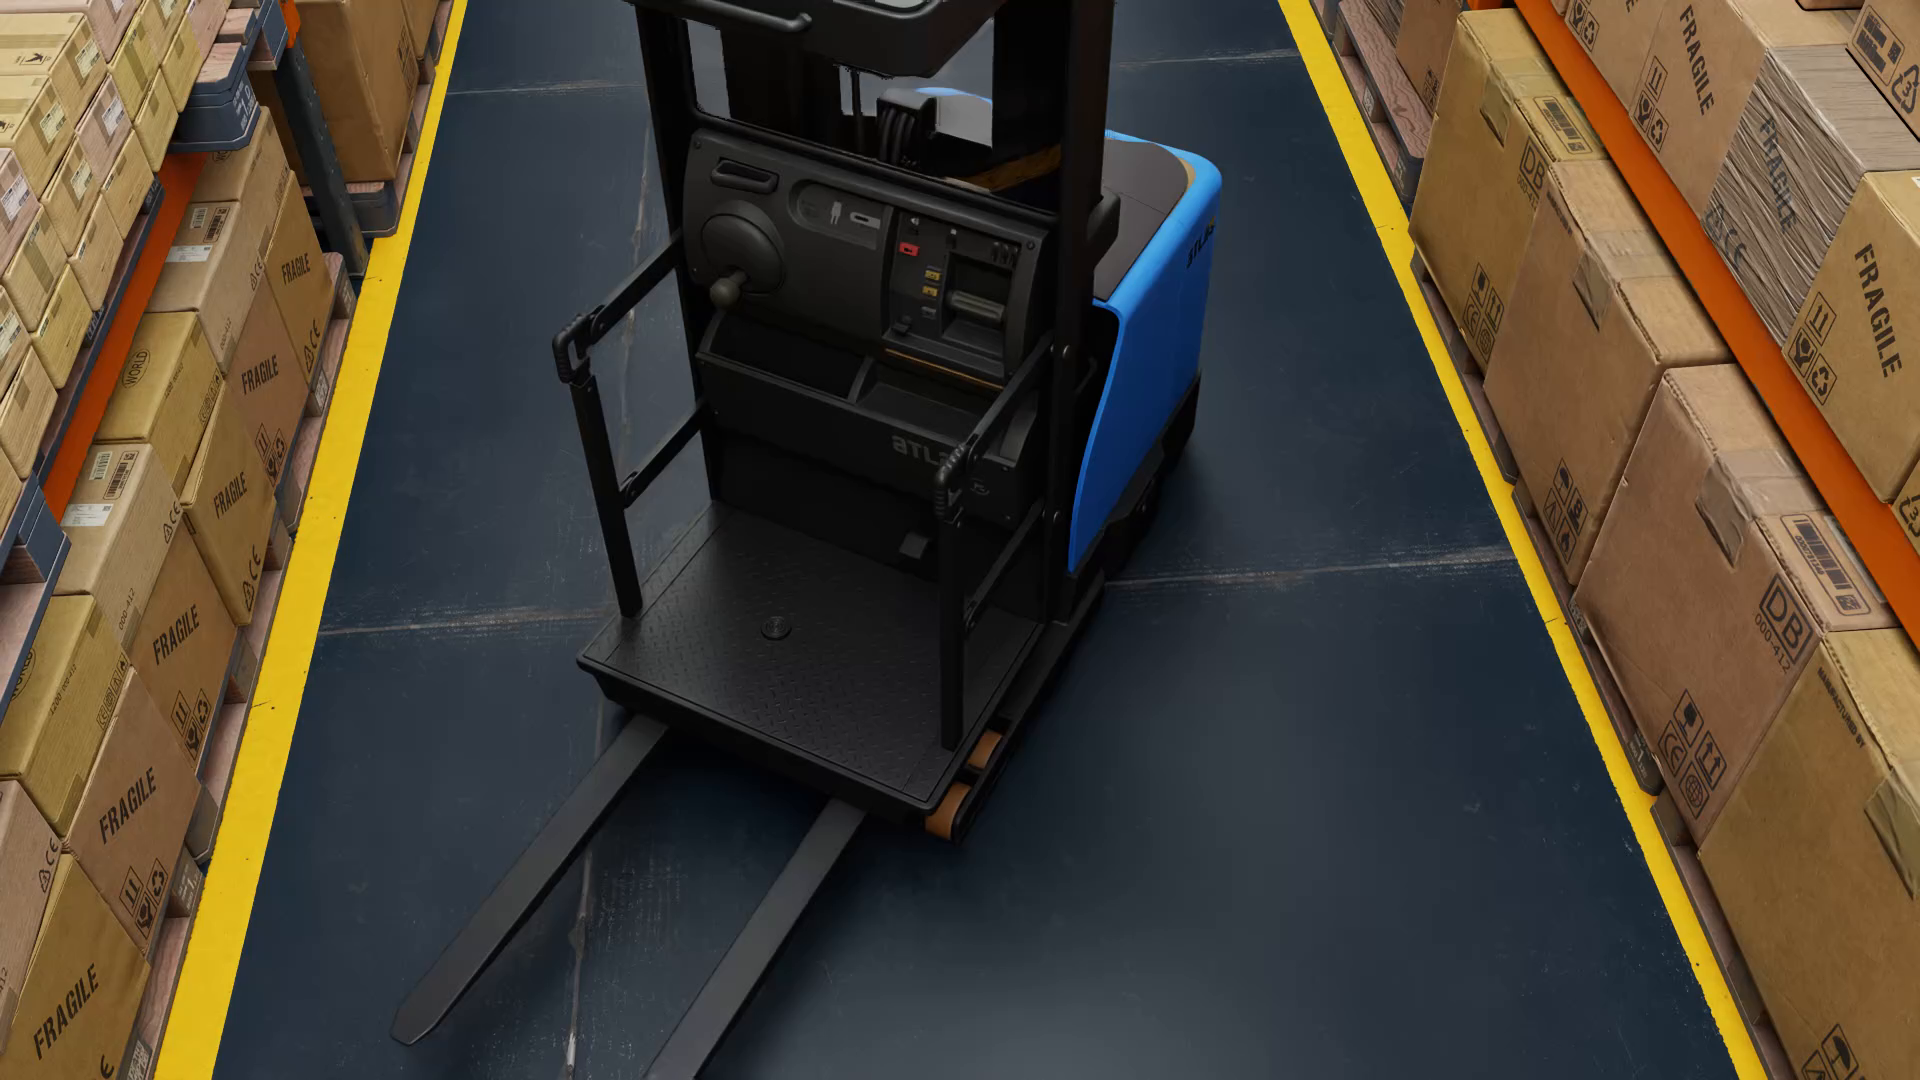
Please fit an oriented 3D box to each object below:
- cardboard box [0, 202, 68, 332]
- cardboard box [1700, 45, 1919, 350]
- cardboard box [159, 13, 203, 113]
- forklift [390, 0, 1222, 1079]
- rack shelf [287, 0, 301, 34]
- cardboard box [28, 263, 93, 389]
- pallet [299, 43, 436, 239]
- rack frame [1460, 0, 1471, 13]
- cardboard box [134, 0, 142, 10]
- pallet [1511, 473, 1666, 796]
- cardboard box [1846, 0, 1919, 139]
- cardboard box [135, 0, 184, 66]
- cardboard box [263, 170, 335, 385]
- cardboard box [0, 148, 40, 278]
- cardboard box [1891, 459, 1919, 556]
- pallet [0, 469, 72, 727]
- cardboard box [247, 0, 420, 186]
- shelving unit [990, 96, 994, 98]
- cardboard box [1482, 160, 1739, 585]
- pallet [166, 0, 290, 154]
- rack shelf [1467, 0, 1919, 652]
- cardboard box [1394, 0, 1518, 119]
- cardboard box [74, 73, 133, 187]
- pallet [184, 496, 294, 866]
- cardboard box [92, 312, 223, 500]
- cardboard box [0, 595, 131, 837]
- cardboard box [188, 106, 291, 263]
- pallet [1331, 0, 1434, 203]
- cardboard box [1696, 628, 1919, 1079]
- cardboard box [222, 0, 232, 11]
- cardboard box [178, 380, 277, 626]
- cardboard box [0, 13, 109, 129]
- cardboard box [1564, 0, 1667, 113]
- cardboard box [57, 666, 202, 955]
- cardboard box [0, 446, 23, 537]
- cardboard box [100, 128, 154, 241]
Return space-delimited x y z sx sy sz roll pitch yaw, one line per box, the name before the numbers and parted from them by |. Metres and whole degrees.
cardboard box | -2.067 -0.545 3.379 0.380 0.149 0.250 -4 47 -4
cardboard box | 2.140 -0.806 3.879 0.500 0.500 0.500 -3 47 -3
cardboard box | -2.155 -1.199 4.204 0.380 0.149 0.250 -4 47 -4
forklift | -0.341 -0.575 3.776 1.130 2.935 3.031 20 50 18
rack shelf | -2.880 -3.216 6.726 1.077 0.370 4.000 -3 47 -3
cardboard box | -2.067 -0.438 3.483 0.380 0.149 0.250 -4 47 -4
pallet | -2.703 -1.633 6.651 1.003 0.211 1.213 -3 47 -3
rack frame | 2.239 -2.245 5.310 1.000 3.000 0.127 -3 47 -3
cardboard box | -2.148 -1.388 3.973 0.380 0.149 0.250 -2 47 -2
pallet | 2.329 0.169 4.944 1.003 0.211 1.213 -3 47 -3
cardboard box | 2.398 -1.138 3.502 0.797 0.503 0.637 -2 47 -2
cardboard box | -2.148 -1.283 4.078 0.380 0.149 0.250 -3 47 -3
cardboard box | -2.397 -0.841 5.413 0.500 0.500 0.500 -4 47 -3
cardboard box | -2.061 -0.634 3.258 0.380 0.149 0.250 -2 47 -2
cardboard box | 2.228 -0.066 3.177 0.500 0.500 0.500 -2 47 -2
pallet | -2.296 0.381 2.955 1.003 0.211 1.213 -3 47 -3
cardboard box | -2.673 -1.834 6.181 1.050 0.750 0.750 -4 47 -4
shelving unit | 0.116 -1.099 5.667 0.258 0.900 0.210 -25 50 -22
cardboard box | 2.343 -0.513 4.844 1.225 0.875 0.875 -3 47 -3
pallet | -2.546 -1.442 4.682 1.213 0.211 1.003 -3 47 -3
rack shelf | 2.406 -0.551 4.201 1.077 0.370 4.000 -3 47 -3
cardboard box | 2.163 -2.020 6.516 0.700 0.500 0.500 -6 47 -5
cardboard box | -2.107 -0.914 3.729 0.380 0.149 0.250 -2 47 -2
pallet | -2.549 0.388 4.737 1.003 0.211 1.213 -3 47 -3
cardboard box | -2.314 -0.347 4.429 0.500 0.250 0.500 -2 47 -2
cardboard box | -2.223 0.399 3.722 0.500 0.250 0.500 -2 47 -2
cardboard box | -2.394 -1.081 5.123 0.500 0.250 0.500 -4 47 -4
pallet | 2.175 -1.852 6.858 1.003 0.211 1.213 -3 47 -3
cardboard box | 2.500 0.773 3.626 1.225 0.875 0.875 -3 47 -3
cardboard box | -2.194 -1.566 4.551 0.380 0.149 0.250 -4 47 -3
cardboard box | -2.296 -0.084 4.696 0.500 0.500 0.500 -5 47 -5
cardboard box | -2.108 -1.017 3.621 0.380 0.149 0.250 -1 47 -1
cardboard box | 2.054 -1.538 4.572 0.500 0.500 0.500 -5 47 -4
cardboard box | -2.221 0.659 3.992 0.500 0.500 0.500 -2 47 -1
cardboard box | -2.018 -0.057 3.122 0.380 0.149 0.250 -3 47 -3
cardboard box | -2.111 -0.818 3.842 0.380 0.149 0.250 -2 47 -2
